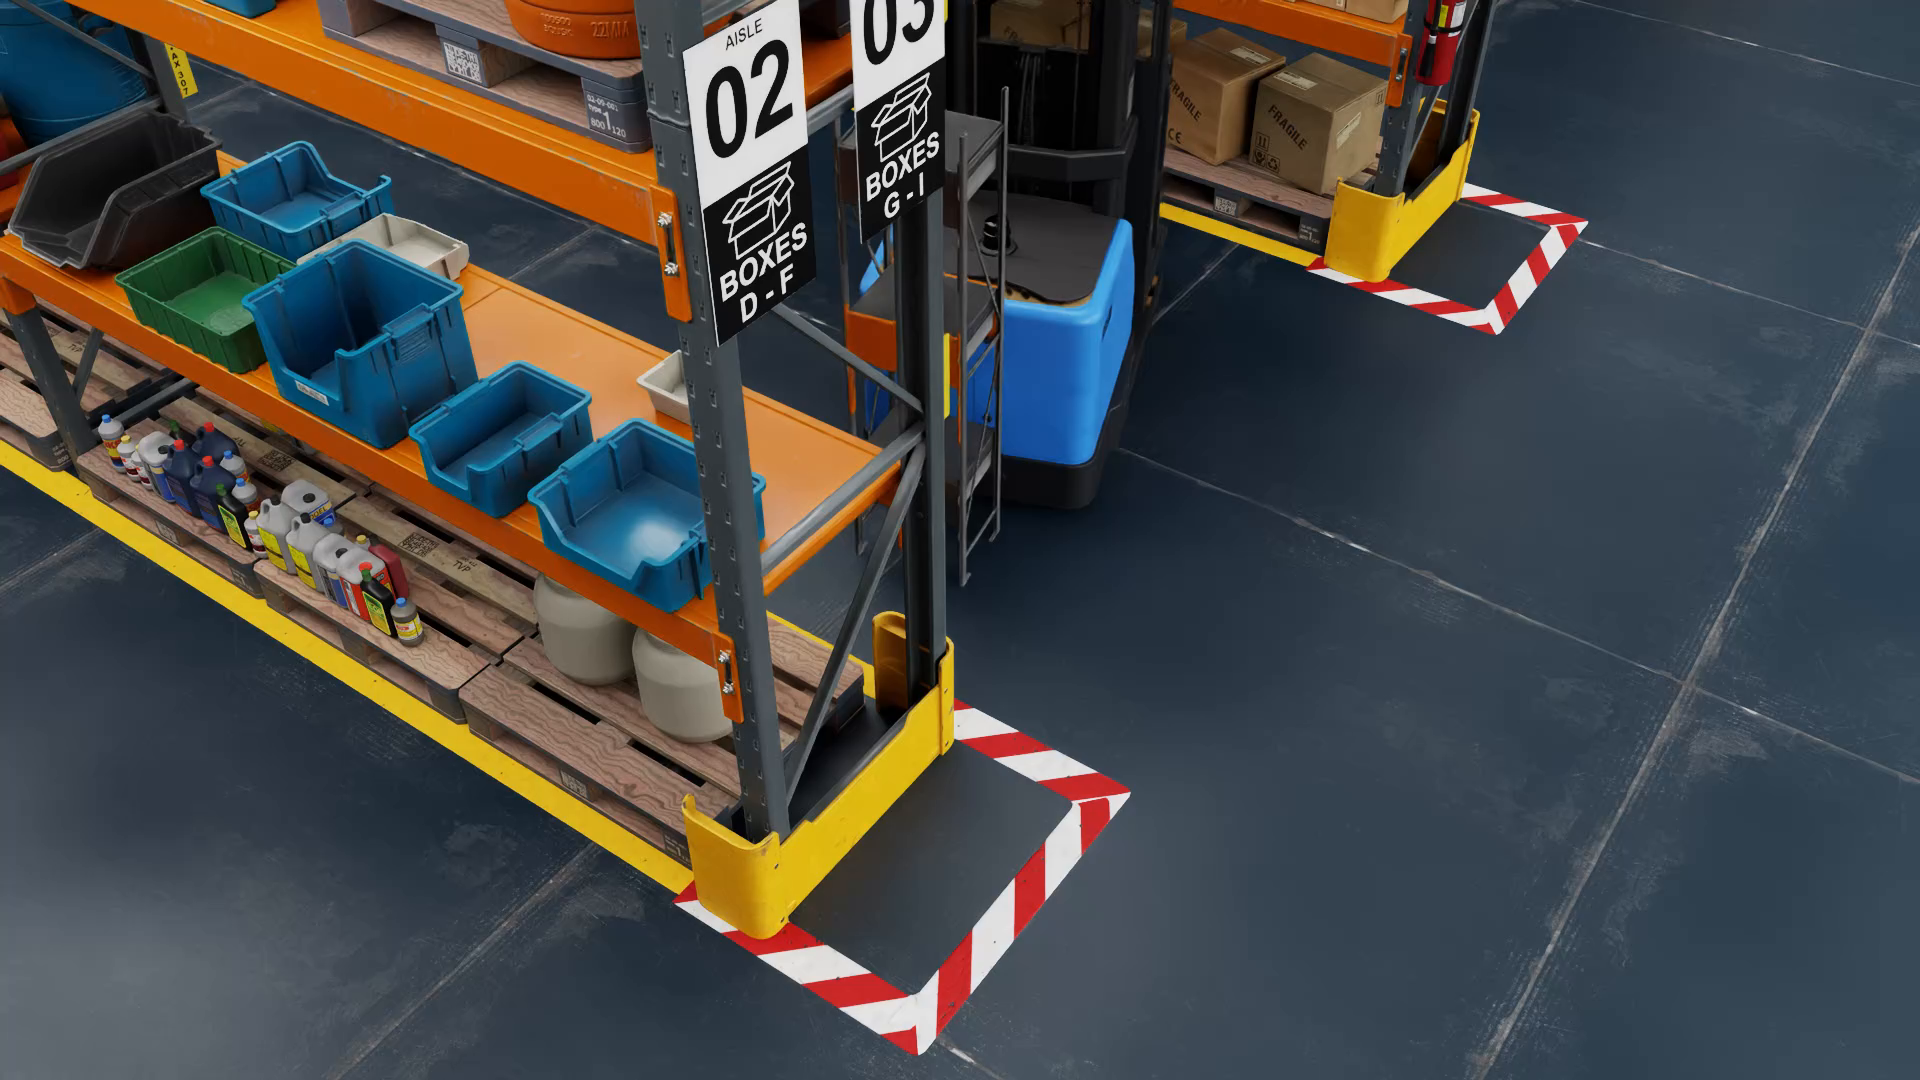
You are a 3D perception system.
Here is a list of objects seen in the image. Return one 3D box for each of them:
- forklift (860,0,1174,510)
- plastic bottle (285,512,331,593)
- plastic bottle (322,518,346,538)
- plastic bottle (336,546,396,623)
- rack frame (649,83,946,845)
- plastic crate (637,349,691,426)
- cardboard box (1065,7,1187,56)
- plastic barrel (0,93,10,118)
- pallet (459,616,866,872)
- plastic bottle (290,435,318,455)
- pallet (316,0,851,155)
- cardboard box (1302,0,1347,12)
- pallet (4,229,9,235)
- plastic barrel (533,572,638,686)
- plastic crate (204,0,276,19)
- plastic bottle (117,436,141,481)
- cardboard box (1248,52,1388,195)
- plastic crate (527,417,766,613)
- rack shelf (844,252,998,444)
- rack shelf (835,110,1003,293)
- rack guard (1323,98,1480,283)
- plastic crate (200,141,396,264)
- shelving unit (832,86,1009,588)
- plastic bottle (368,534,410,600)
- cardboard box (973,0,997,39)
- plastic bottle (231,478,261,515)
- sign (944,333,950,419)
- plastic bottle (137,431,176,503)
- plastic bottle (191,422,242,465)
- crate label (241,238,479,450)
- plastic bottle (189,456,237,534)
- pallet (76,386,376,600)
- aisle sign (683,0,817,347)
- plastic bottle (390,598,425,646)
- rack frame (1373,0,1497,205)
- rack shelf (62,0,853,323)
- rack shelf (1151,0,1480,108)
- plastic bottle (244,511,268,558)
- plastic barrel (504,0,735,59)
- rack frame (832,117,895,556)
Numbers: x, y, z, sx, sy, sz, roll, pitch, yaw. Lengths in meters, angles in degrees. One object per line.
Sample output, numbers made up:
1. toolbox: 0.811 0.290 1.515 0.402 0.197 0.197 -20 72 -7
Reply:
1. forklift: 0.426 -2.221 7.534 1.130 2.935 3.031 10 43 10
2. plastic bottle: -2.581 0.025 6.629 0.185 0.351 0.144 27 48 27
3. plastic bottle: -2.548 -0.002 6.771 0.097 0.201 0.097 0 42 0
4. plastic bottle: -2.330 0.167 6.526 0.135 0.276 0.152 25 48 26
5. rack frame: -0.384 -0.109 5.122 0.127 3.000 1.000 25 48 25
6. plastic crate: -0.932 -0.529 5.789 0.250 0.136 0.298 25 48 25
7. cardboard box: 0.947 -2.746 9.629 0.500 0.500 0.500 30 50 29
8. plastic barrel: -4.316 -2.177 7.331 0.433 0.535 0.433 0 42 0
9. pallet: -1.135 0.613 6.406 1.213 0.211 1.003 25 48 25
10. plastic bottle: -2.874 -0.536 7.312 0.135 0.276 0.152 25 48 25
11. pallet: -1.005 -1.526 4.598 1.213 0.211 1.003 25 48 25
12. cardboard box: 1.904 -2.811 8.331 0.250 0.149 0.380 25 48 25
13. pallet: -5.327 -1.347 8.597 1.213 0.211 1.003 25 48 25
14. plastic barrel: -1.377 0.260 6.261 0.421 0.512 0.421 0 42 0
15. plastic crate: -2.118 -1.786 4.759 0.575 0.384 0.392 25 48 25
16. plastic bottle: -3.567 -0.361 7.172 0.097 0.201 0.097 0 42 0
17. cardboard box: 1.958 -2.286 9.115 0.500 0.500 0.500 -33 51 -31
18. plastic crate: -0.966 -0.081 5.203 0.616 0.251 0.499 25 48 25
19. rack shelf: -0.138 -0.759 6.544 0.480 0.518 0.431 16 44 17
20. rack shelf: -0.138 -1.281 6.077 0.480 0.518 0.431 16 44 17
21. rack guard: 2.398 -1.910 9.010 0.348 0.500 1.175 25 48 25
22. plastic crate: -2.597 -1.309 6.575 0.616 0.251 0.499 25 48 25
23. shelving unit: -0.138 -0.769 6.535 0.503 2.100 0.431 16 44 17
24. plastic bottle: -2.269 0.106 6.589 0.133 0.283 0.061 25 48 25
25. cardboard box: -0.037 -3.179 10.113 0.500 0.500 0.500 -26 48 -26
26. plastic bottle: -2.940 -0.143 6.877 0.097 0.271 0.097 0 42 0
27. sign: -0.065 -0.510 5.363 0.005 0.325 0.100 25 48 25
28. plastic bottle: -3.369 -0.319 7.069 0.135 0.276 0.152 27 48 27
29. plastic bottle: -3.154 -0.360 7.059 0.185 0.351 0.144 25 48 25
30. crate label: -2.046 -0.679 5.733 0.616 0.435 0.502 25 48 25
31. plastic bottle: -3.082 -0.209 6.891 0.185 0.351 0.144 23 47 24
32. pallet: -3.133 -0.321 7.450 1.213 0.211 1.003 25 48 25
33. aisle sign: -0.496 -0.888 4.043 0.004 0.787 0.394 25 48 25
34. plastic bottle: -2.139 0.306 6.427 0.097 0.201 0.097 0 42 0
35. rack frame: 2.460 -2.813 8.144 0.127 3.000 1.000 25 48 25
36. rack shelf: -2.021 -1.724 5.217 4.000 0.370 1.077 25 48 25
37. rack shelf: 0.822 -3.310 9.239 4.000 0.370 1.077 25 48 25
38. plastic bottle: -2.863 -0.032 6.805 0.097 0.201 0.097 0 42 0
39. plastic barrel: -0.855 -1.660 3.969 0.708 0.830 0.600 25 48 25
40. rack frame: -0.361 -0.835 6.608 0.015 2.100 0.400 16 44 17
